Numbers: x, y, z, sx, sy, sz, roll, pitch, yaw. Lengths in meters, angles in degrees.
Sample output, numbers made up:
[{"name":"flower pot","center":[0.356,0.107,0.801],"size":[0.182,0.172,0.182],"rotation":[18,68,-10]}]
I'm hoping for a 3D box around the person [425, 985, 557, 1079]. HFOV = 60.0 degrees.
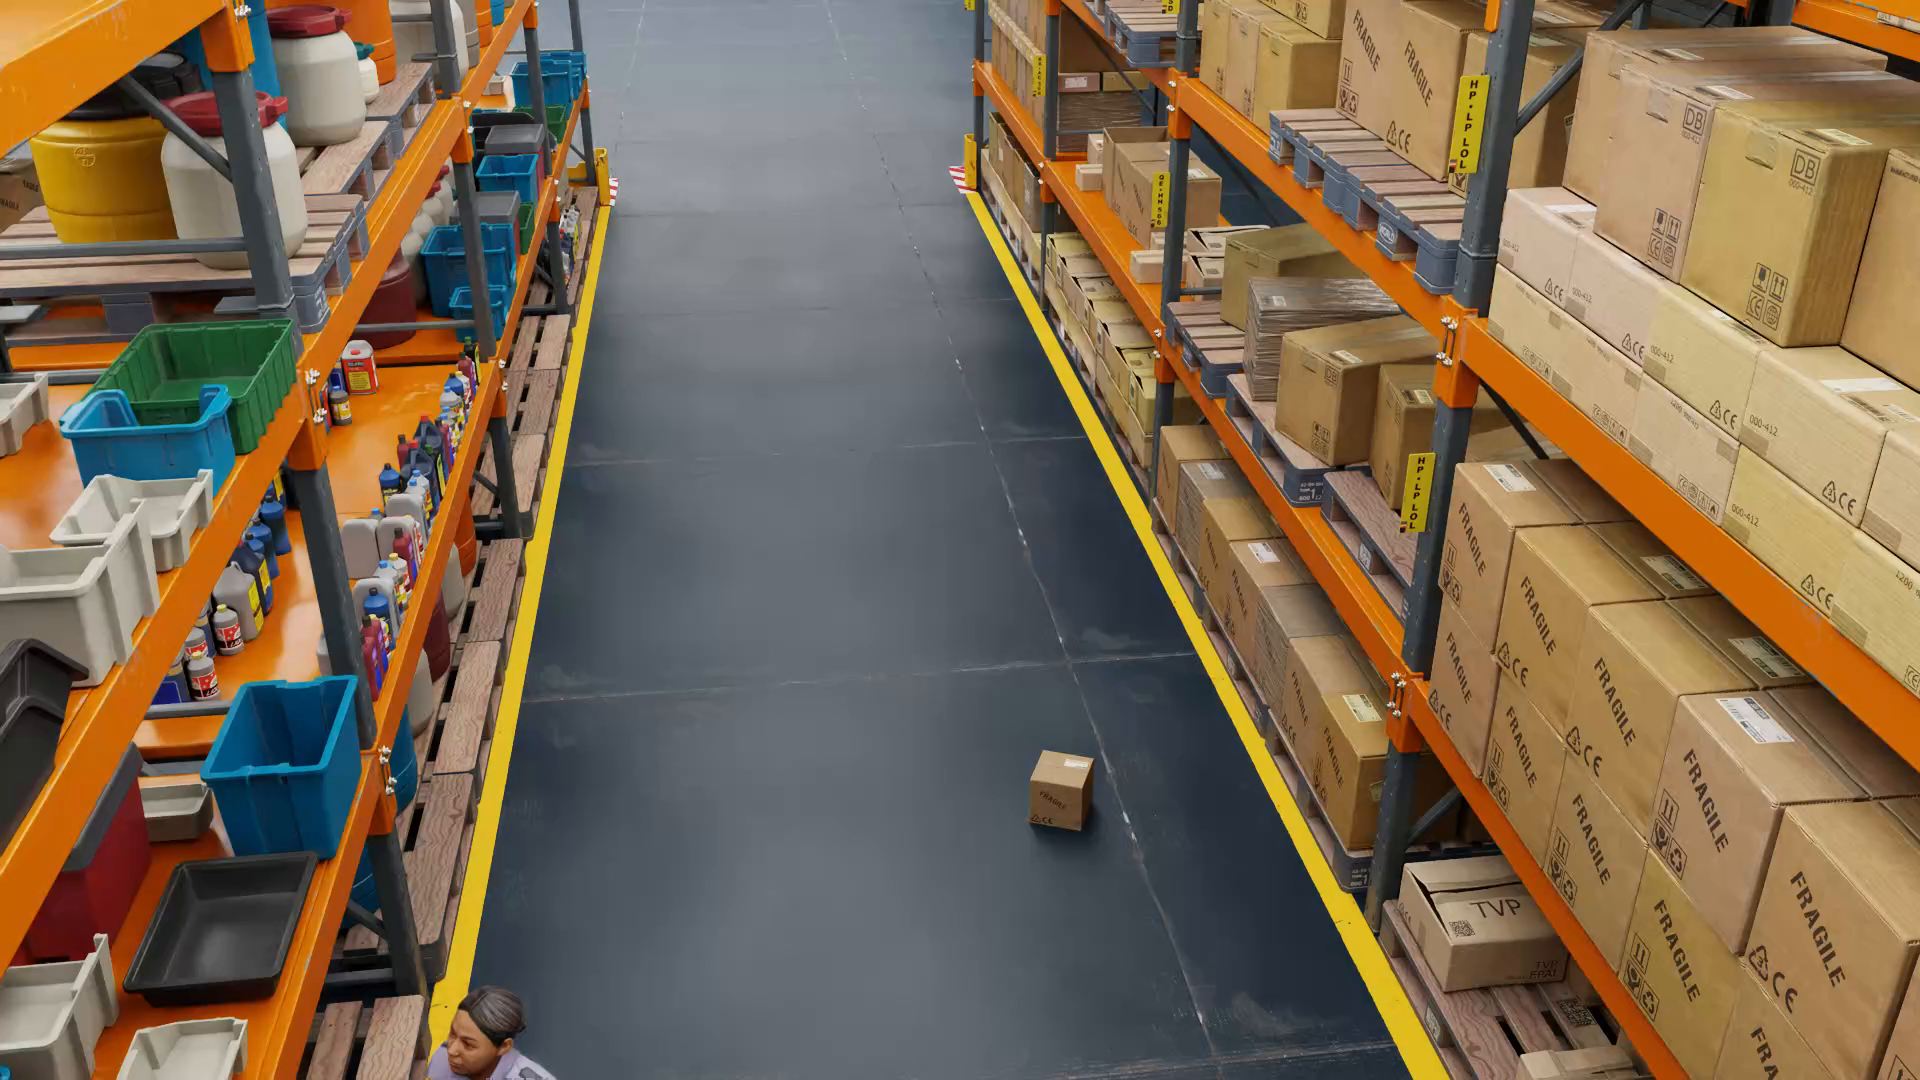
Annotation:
[{"name":"person","center":[-1.319,1.943,4.869],"size":[0.486,1.603,0.757],"rotation":[13,30,24]}]
